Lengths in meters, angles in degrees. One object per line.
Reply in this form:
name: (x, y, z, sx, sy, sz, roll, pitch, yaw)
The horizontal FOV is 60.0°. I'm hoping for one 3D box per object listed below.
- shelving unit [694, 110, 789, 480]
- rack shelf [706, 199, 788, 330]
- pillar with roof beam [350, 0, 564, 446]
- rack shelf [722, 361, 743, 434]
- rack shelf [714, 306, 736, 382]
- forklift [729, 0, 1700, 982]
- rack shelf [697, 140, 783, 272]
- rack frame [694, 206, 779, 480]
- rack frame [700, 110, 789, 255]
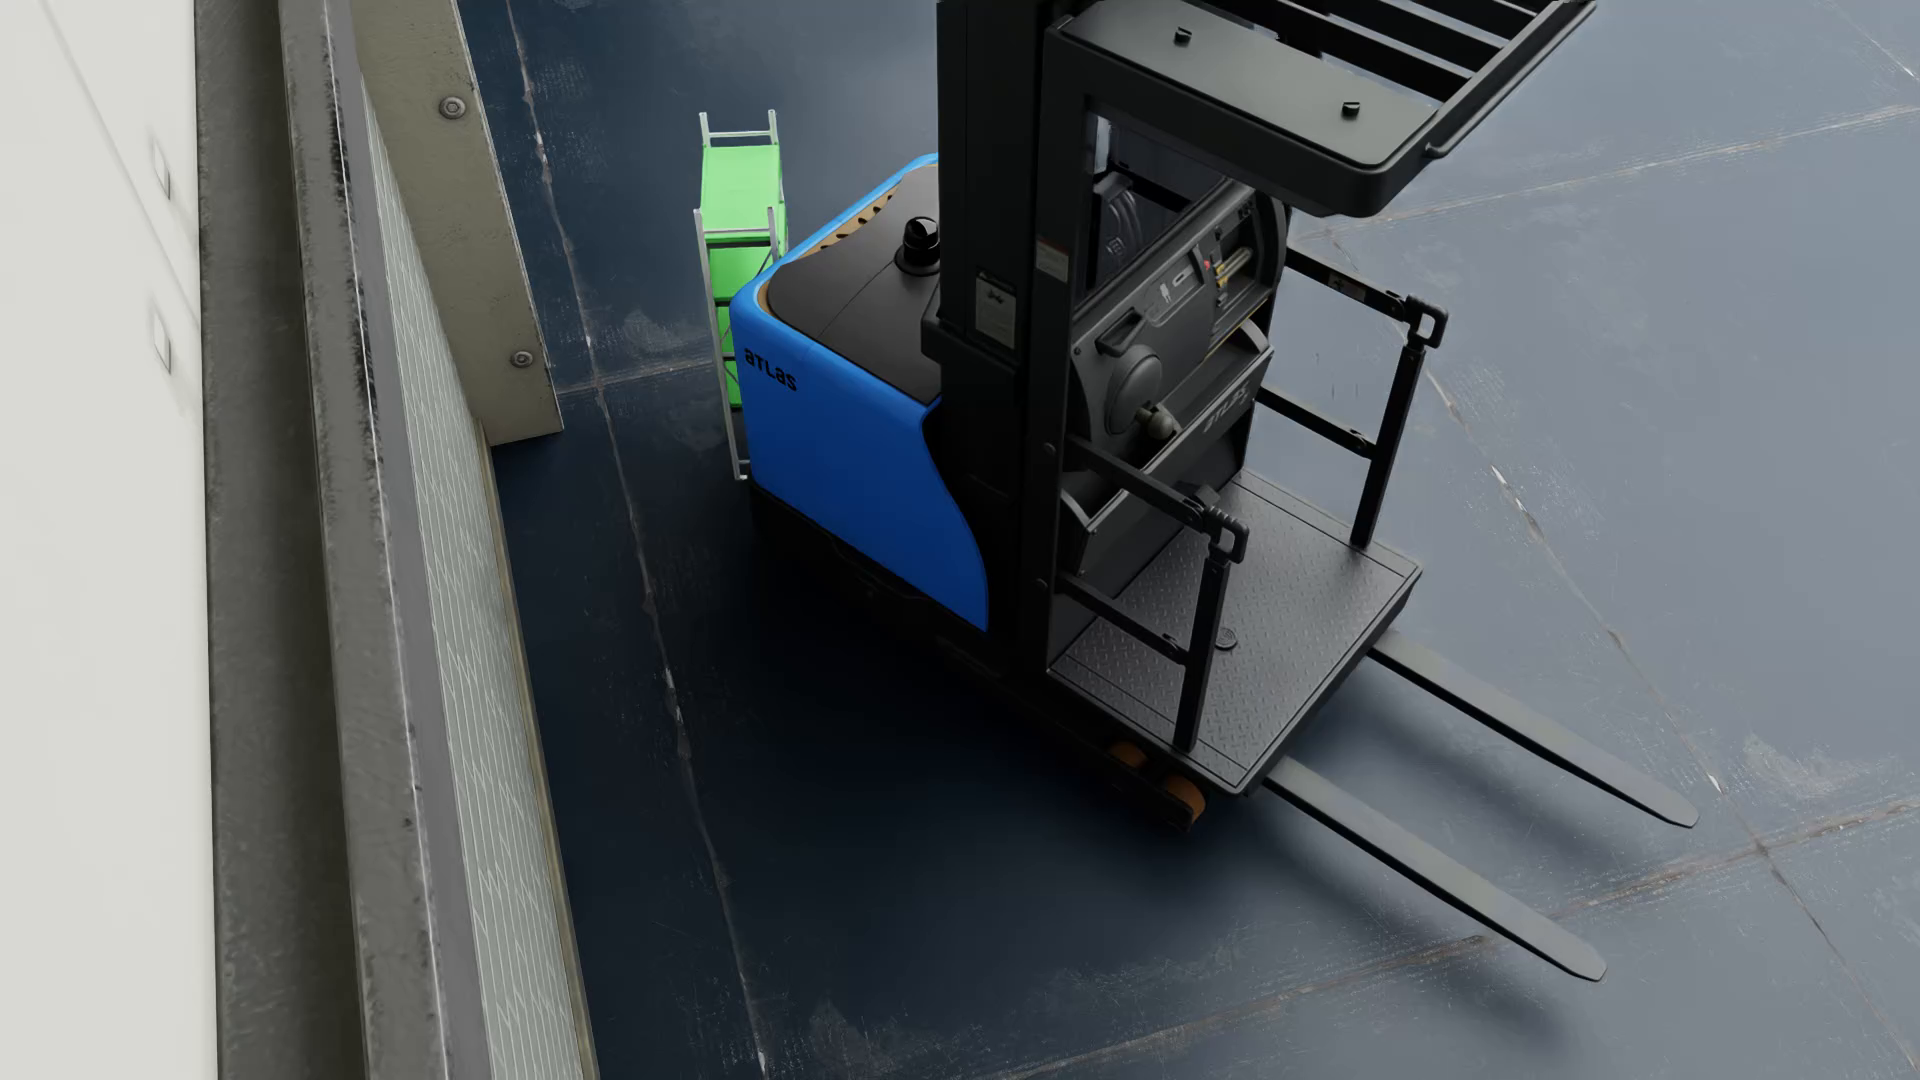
shelving unit: (-0.699, -0.799, 5.639, 0.258, 1.200, 0.503, -3, 50, -2)
rack shelf: (-0.699, -0.913, 5.504, 0.258, 0.148, 0.480, -3, 50, -2)
pillar with roof beam: (2.458, -4.386, 3.562, 9.100, 9.000, 0.400, -13, 51, -11)
rack shelf: (-0.699, -0.603, 5.871, 0.258, 0.148, 0.480, -3, 50, -2)
rack shelf: (-0.699, -0.758, 5.688, 0.258, 0.148, 0.480, -3, 50, -2)
forklift: (0.751, -0.544, 4.292, 3.031, 2.935, 1.130, 32, 57, 24)
rack shelf: (-0.699, -1.067, 5.321, 0.258, 0.148, 0.480, -3, 50, -2)
rack frame: (-0.683, -0.613, 5.482, 0.240, 1.200, 0.015, -3, 50, -2)
rack frame: (-0.715, -0.985, 5.796, 0.240, 1.200, 0.015, -3, 50, -2)
